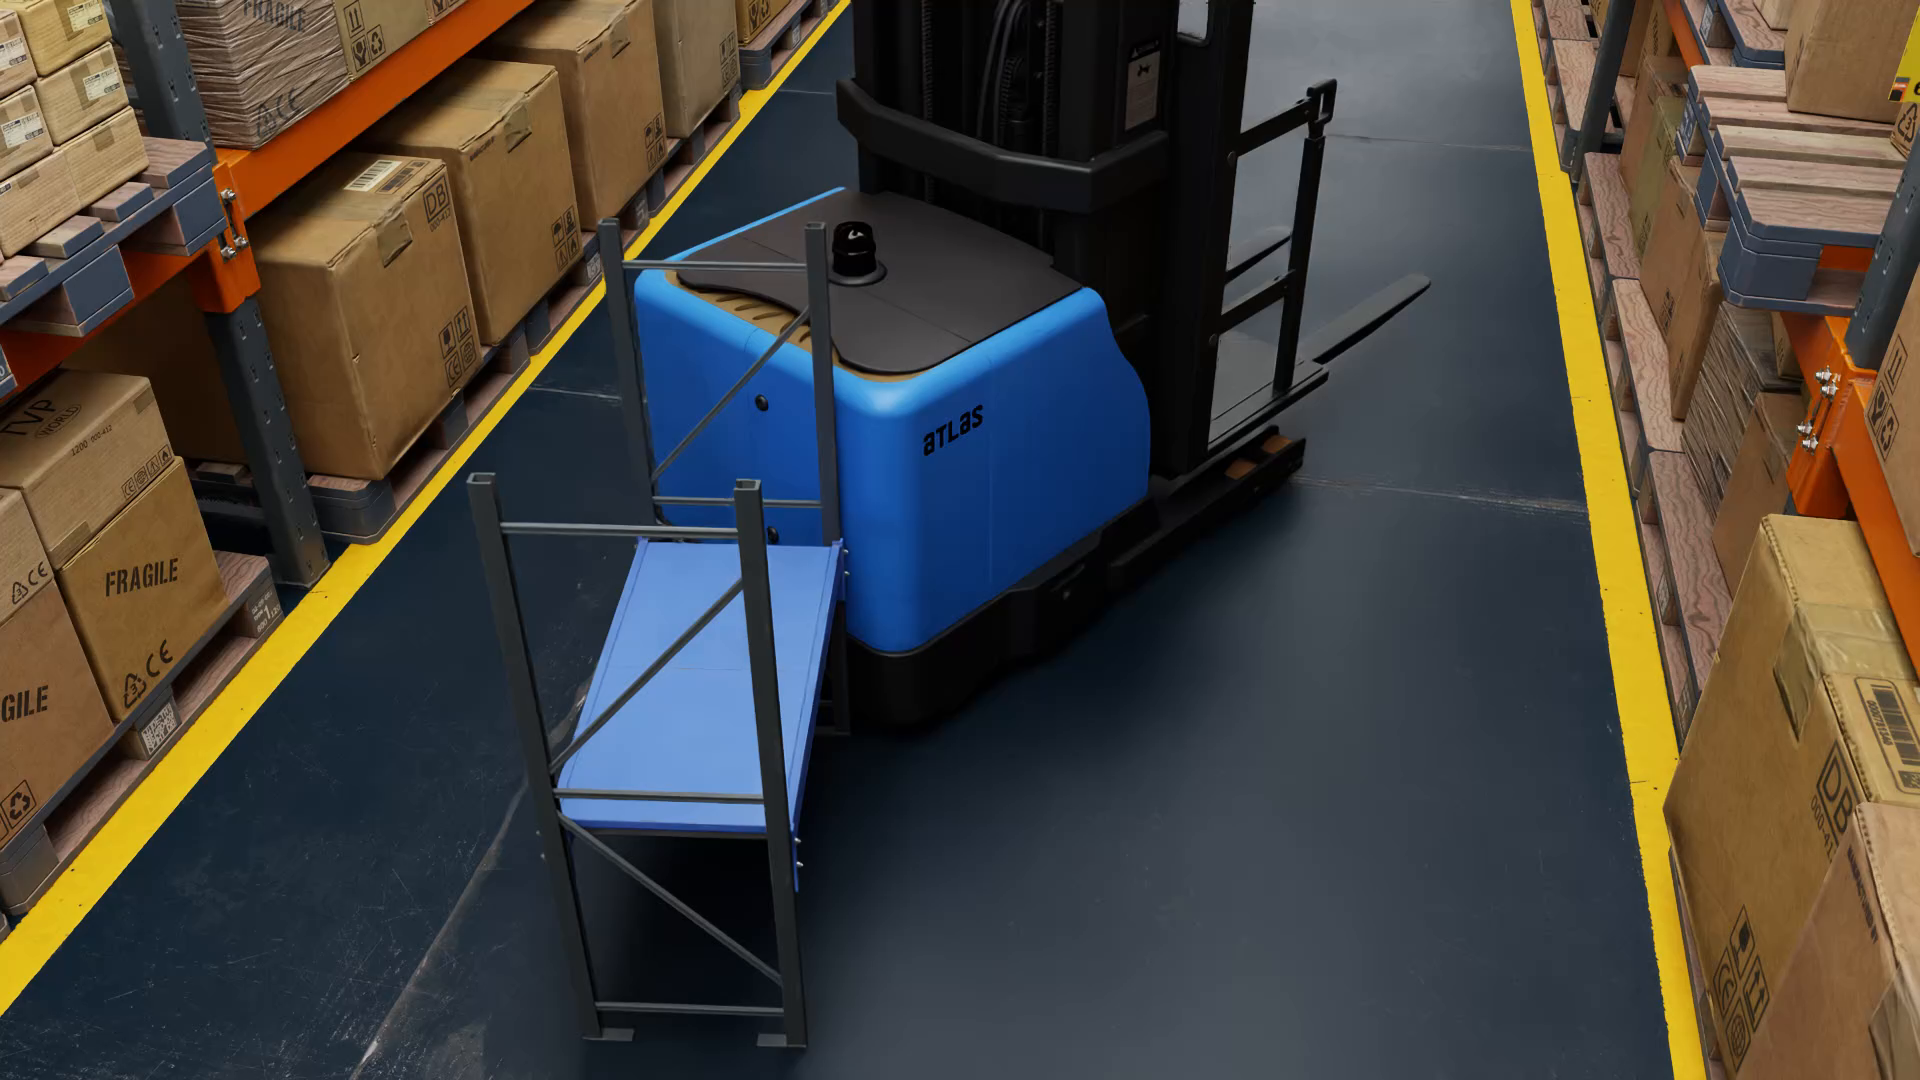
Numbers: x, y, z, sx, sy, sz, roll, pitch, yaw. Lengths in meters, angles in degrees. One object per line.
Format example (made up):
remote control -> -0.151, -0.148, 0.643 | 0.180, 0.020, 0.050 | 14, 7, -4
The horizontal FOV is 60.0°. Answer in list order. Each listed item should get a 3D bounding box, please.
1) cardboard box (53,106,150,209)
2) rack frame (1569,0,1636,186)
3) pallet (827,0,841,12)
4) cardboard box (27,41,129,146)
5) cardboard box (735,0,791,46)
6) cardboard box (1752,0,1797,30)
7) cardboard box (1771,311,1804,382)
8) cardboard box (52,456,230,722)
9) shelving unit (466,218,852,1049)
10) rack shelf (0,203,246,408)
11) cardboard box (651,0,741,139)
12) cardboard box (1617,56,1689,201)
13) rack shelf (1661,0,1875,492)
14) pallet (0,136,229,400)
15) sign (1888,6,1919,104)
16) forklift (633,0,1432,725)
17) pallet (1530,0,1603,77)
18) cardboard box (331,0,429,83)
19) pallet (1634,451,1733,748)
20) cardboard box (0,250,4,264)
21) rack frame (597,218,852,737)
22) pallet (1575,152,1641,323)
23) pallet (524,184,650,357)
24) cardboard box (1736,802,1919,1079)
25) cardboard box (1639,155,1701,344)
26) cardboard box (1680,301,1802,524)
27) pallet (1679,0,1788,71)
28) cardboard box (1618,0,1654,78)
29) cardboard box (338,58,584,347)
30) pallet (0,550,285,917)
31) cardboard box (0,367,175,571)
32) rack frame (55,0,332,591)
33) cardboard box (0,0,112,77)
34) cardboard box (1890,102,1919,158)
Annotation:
cardboard box -> -2.098, -0.887, 3.773 | 0.380, 0.149, 0.250 | 8, 37, 11
rack frame -> 3.237, -2.772, 6.519 | 1.000, 3.000, 0.127 | 7, 37, 10
pallet -> -1.090, -3.450, 9.831 | 1.003, 0.211, 1.213 | 7, 37, 10
cardboard box -> -2.102, -1.007, 3.686 | 0.380, 0.149, 0.250 | 8, 37, 11
cardboard box -> -1.384, -3.113, 8.442 | 0.875, 0.875, 0.875 | 8, 37, 11
cardboard box -> 2.475, -1.584, 4.637 | 0.396, 0.266, 0.258 | 6, 36, 9
cardboard box -> 2.600, -0.642, 4.696 | 0.500, 0.250, 0.500 | 11, 37, 15
cardboard box -> -2.326, 0.094, 4.337 | 0.500, 0.500, 0.500 | 7, 37, 10
shelving unit -> -0.568, 0.209, 3.683 | 0.538, 1.500, 1.048 | 1, 36, 2
rack shelf -> -2.868, 0.279, 2.922 | 1.077, 0.370, 4.000 | 7, 37, 10
cardboard box -> -1.632, -2.344, 7.487 | 1.050, 0.750, 0.750 | 7, 37, 10
cardboard box -> 3.085, -1.589, 6.641 | 0.700, 0.500, 0.500 | 5, 36, 6
rack shelf -> 2.810, -1.334, 5.148 | 1.077, 0.370, 4.000 | 7, 37, 10
pallet -> -2.489, -0.659, 3.767 | 1.213, 0.211, 1.003 | 7, 37, 10
sign -> 1.851, -0.978, 3.125 | 0.100, 0.325, 0.005 | 7, 37, 10
forklift -> 0.488, -1.467, 4.776 | 1.130, 2.935, 3.031 | 29, 45, 34
pallet -> 3.604, -2.734, 8.843 | 1.003, 0.211, 1.213 | 7, 37, 10
cardboard box -> -1.976, -1.715, 4.974 | 0.500, 0.500, 0.500 | 7, 37, 10
pallet -> 2.551, 0.202, 4.791 | 1.003, 0.211, 1.213 | 7, 37, 10
cardboard box -> -2.207, -0.597, 3.374 | 0.380, 0.149, 0.250 | 8, 37, 11
rack frame -> -0.547, -0.089, 4.095 | 0.500, 1.500, 0.032 | 1, 36, 2
pallet -> 3.072, -1.197, 6.721 | 1.003, 0.211, 1.213 | 7, 37, 10
pallet -> -1.936, -1.169, 6.684 | 1.003, 0.211, 1.213 | 7, 37, 10
cardboard box -> 2.017, 1.114, 2.609 | 1.225, 0.875, 0.875 | 7, 37, 10
cardboard box -> 2.846, -0.997, 5.825 | 0.700, 0.500, 0.500 | 4, 36, 6
cardboard box -> 2.612, -0.351, 4.934 | 0.700, 0.500, 0.500 | 4, 36, 6
pallet -> 2.765, -1.541, 4.984 | 1.003, 0.211, 1.213 | 7, 37, 10
cardboard box -> 3.476, -2.484, 7.893 | 0.500, 0.500, 0.500 | 19, 40, 24
cardboard box -> -2.040, -1.257, 5.988 | 1.050, 0.750, 0.750 | 8, 37, 11
pallet -> -2.610, 0.418, 4.493 | 1.003, 0.211, 1.213 | 7, 37, 10
cardboard box -> -2.331, -0.195, 4.097 | 0.500, 0.250, 0.500 | 6, 36, 9
rack frame -> -2.441, -1.159, 4.293 | 1.000, 3.000, 0.127 | 7, 37, 10
cardboard box -> -2.098, -1.129, 3.601 | 0.380, 0.149, 0.250 | 6, 36, 8
cardboard box -> 2.459, -1.004, 3.636 | 0.500, 0.500, 0.500 | 3, 36, 4
